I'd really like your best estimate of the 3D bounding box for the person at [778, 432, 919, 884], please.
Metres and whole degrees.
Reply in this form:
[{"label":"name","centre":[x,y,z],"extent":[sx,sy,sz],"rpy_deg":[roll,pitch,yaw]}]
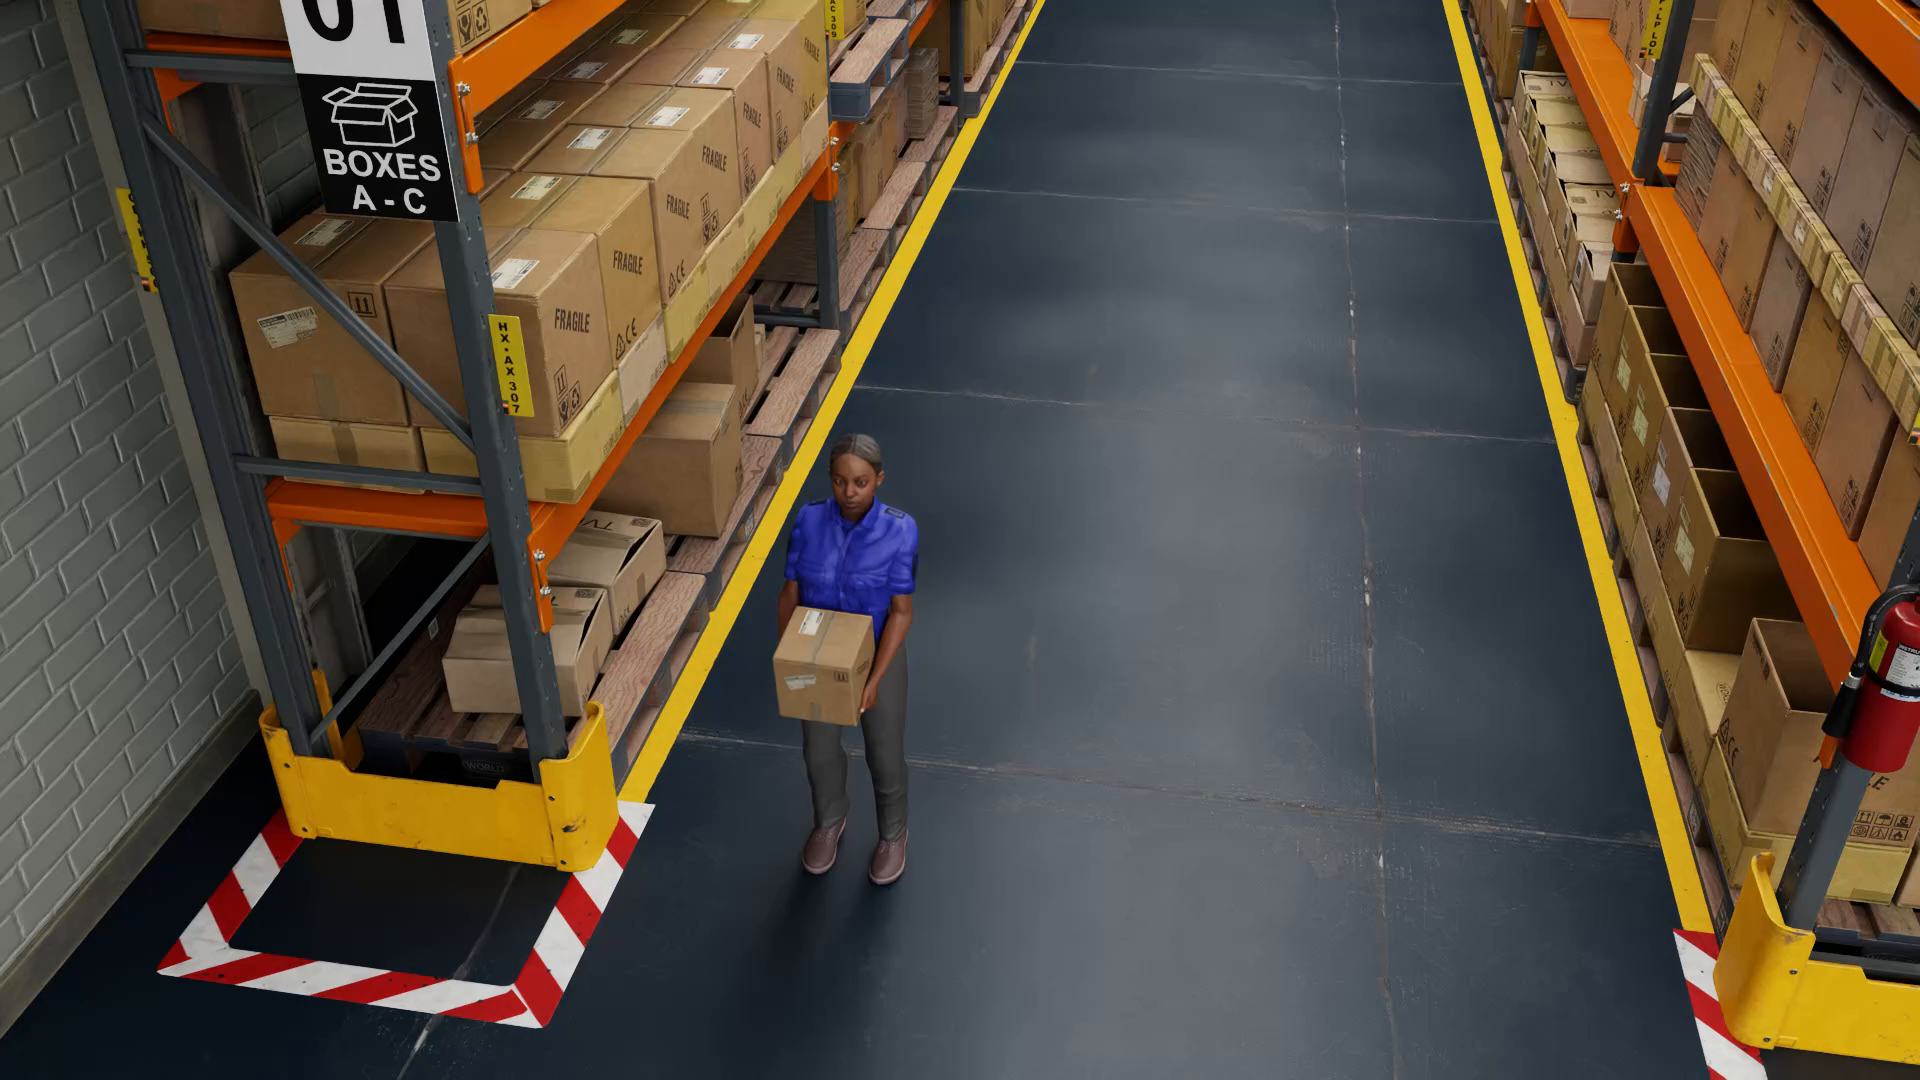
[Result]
[{"label":"person","centre":[-0.376,0.446,5.454],"extent":[0.450,1.647,0.517],"rpy_deg":[7,33,11]}]
